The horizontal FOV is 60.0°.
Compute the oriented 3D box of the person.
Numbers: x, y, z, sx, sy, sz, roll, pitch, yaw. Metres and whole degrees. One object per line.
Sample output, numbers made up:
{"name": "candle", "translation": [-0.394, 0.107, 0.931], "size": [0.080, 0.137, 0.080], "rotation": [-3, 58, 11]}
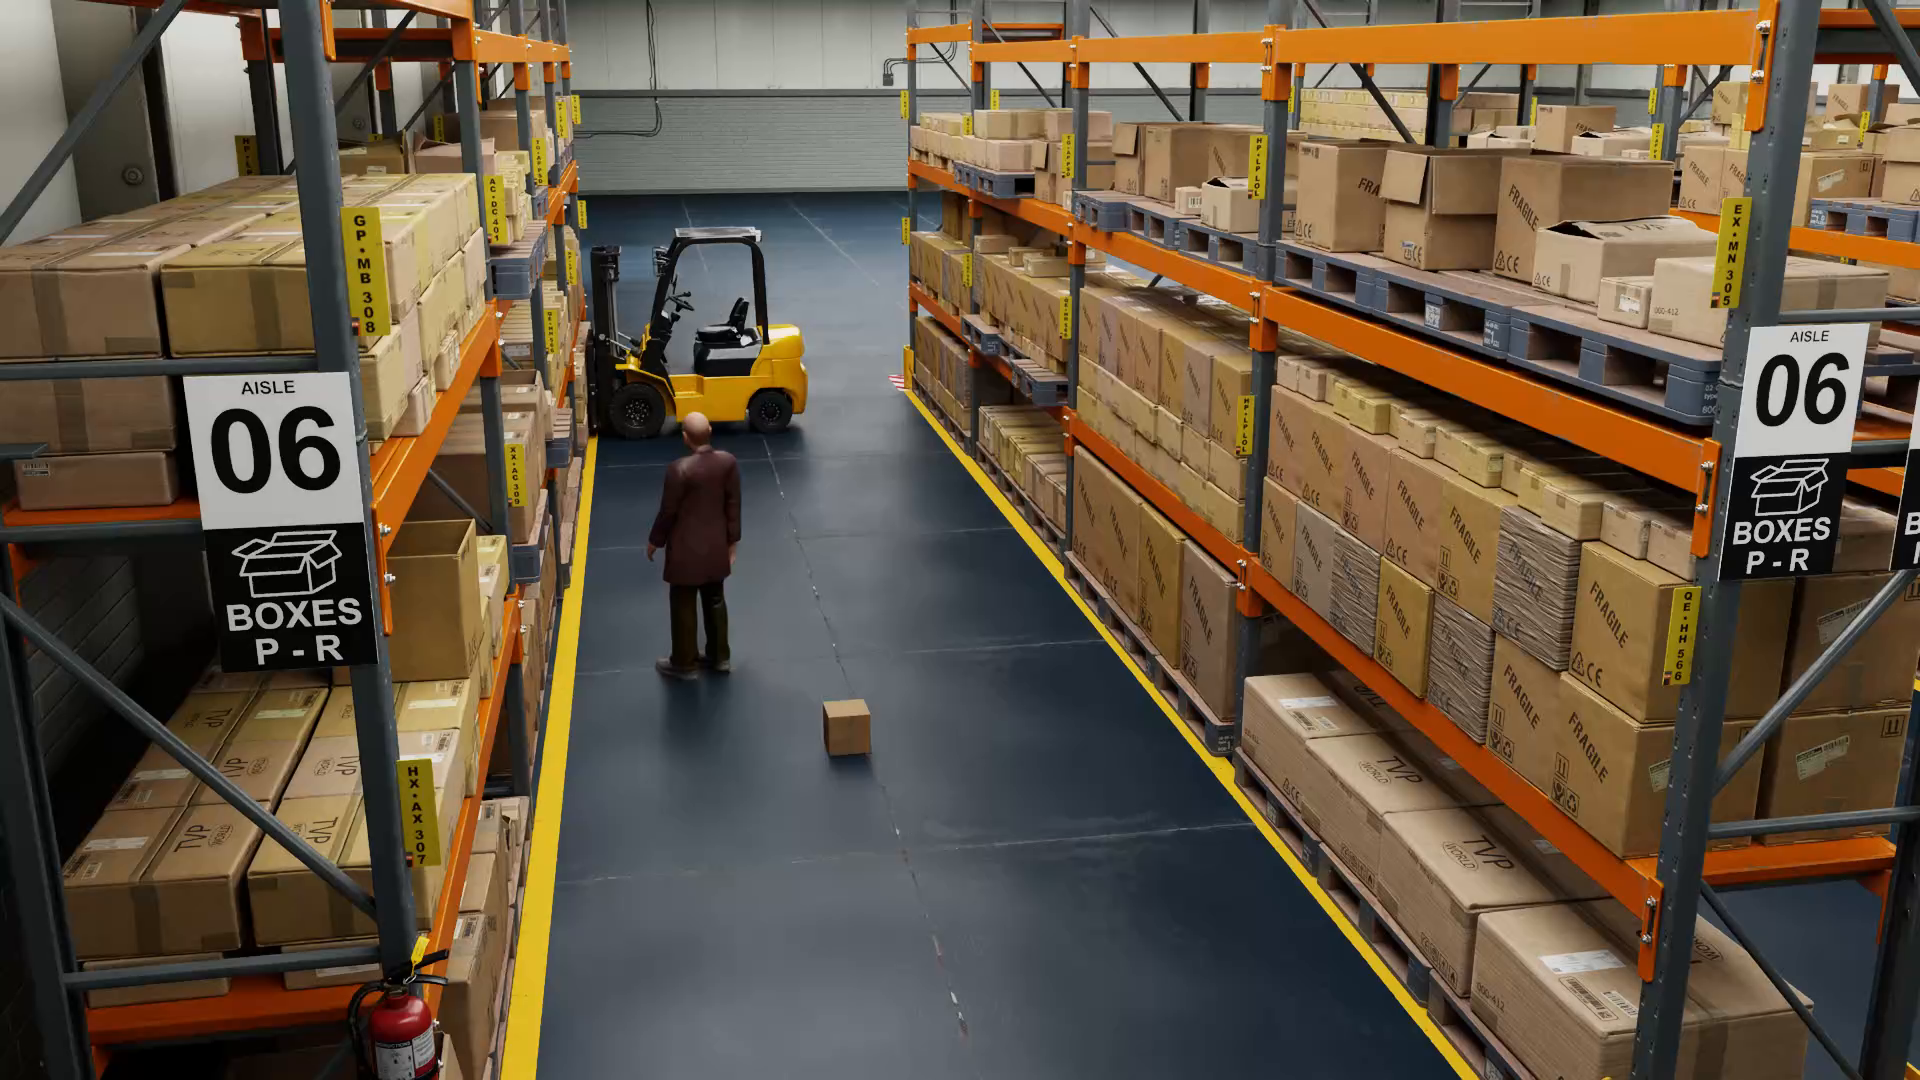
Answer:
{"name": "person", "translation": [-1.753, 0.028, 10.891], "size": [0.471, 1.790, 0.582], "rotation": [15, 22, 41]}
